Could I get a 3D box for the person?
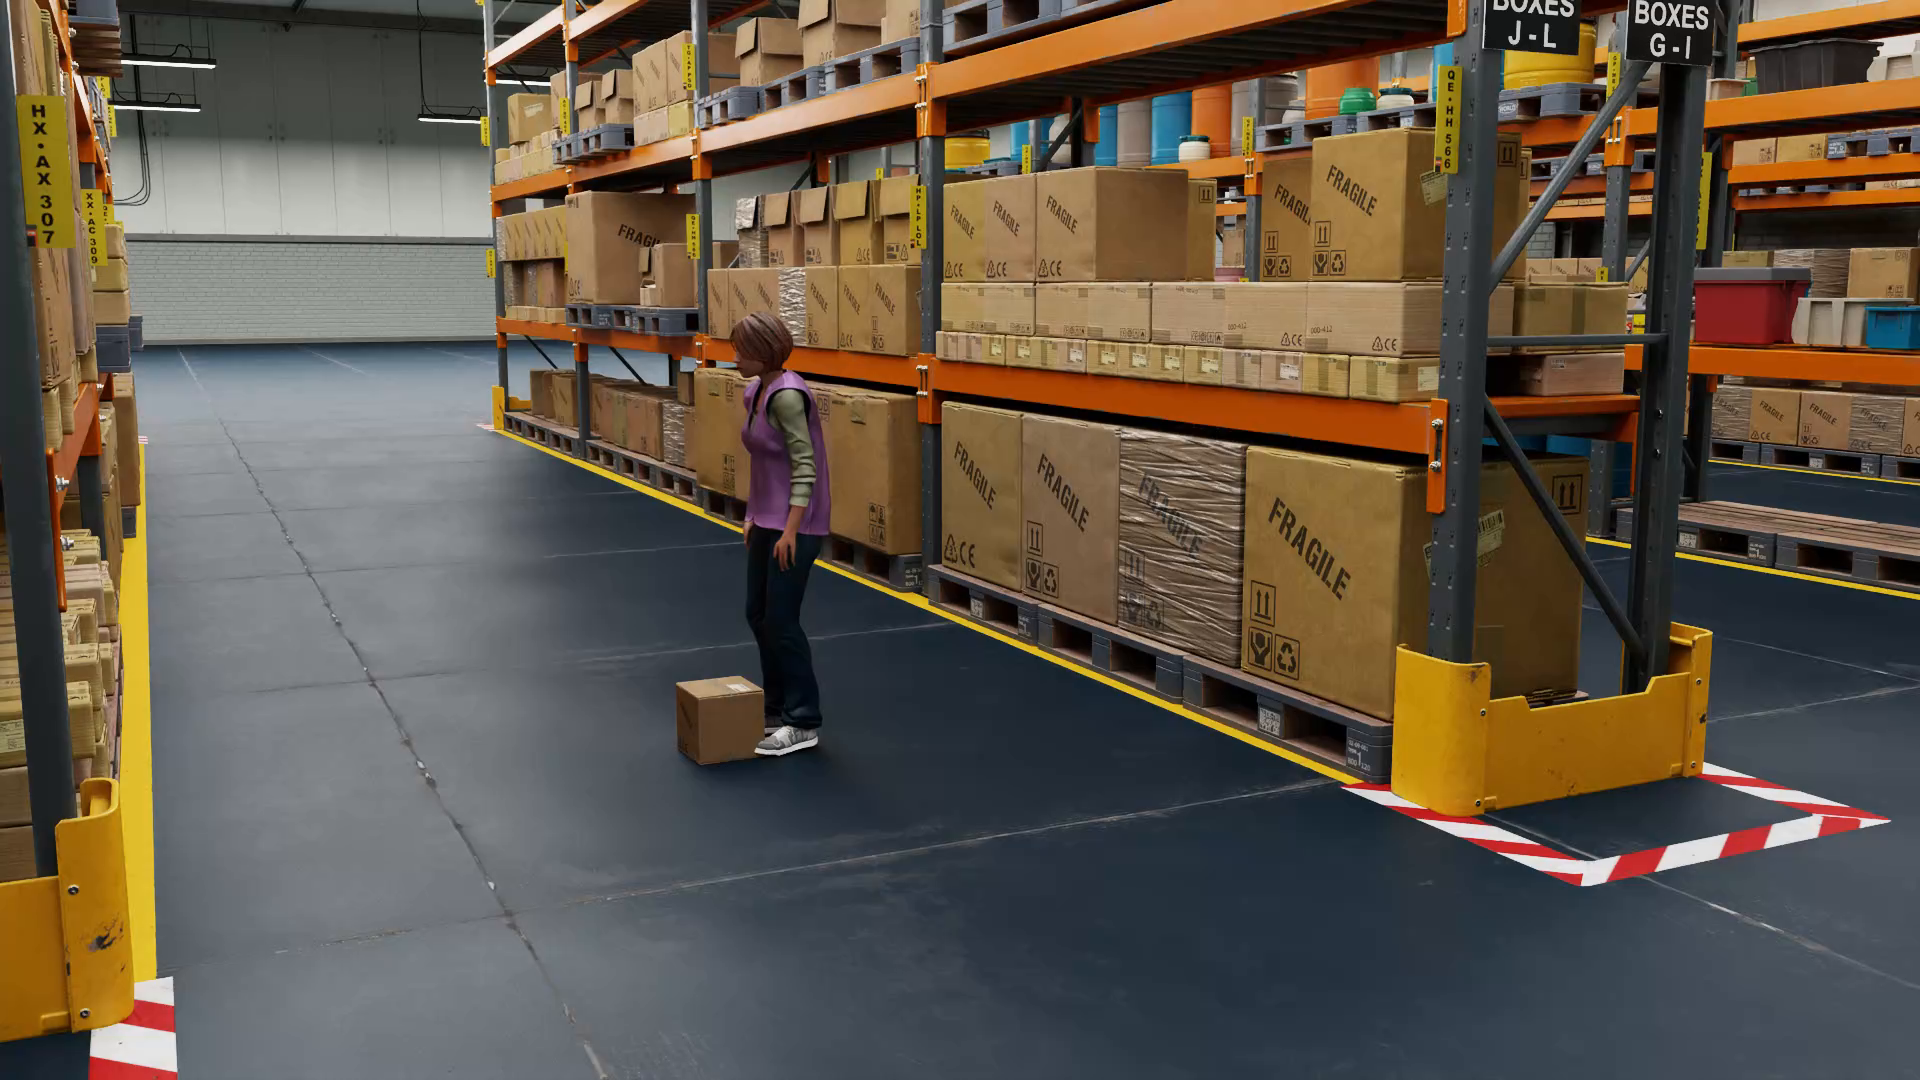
[{"bbox_3d":[-0.658,-0.022,6.068,0.343,1.582,0.460,-4,10,-26],"label":"person"}]
